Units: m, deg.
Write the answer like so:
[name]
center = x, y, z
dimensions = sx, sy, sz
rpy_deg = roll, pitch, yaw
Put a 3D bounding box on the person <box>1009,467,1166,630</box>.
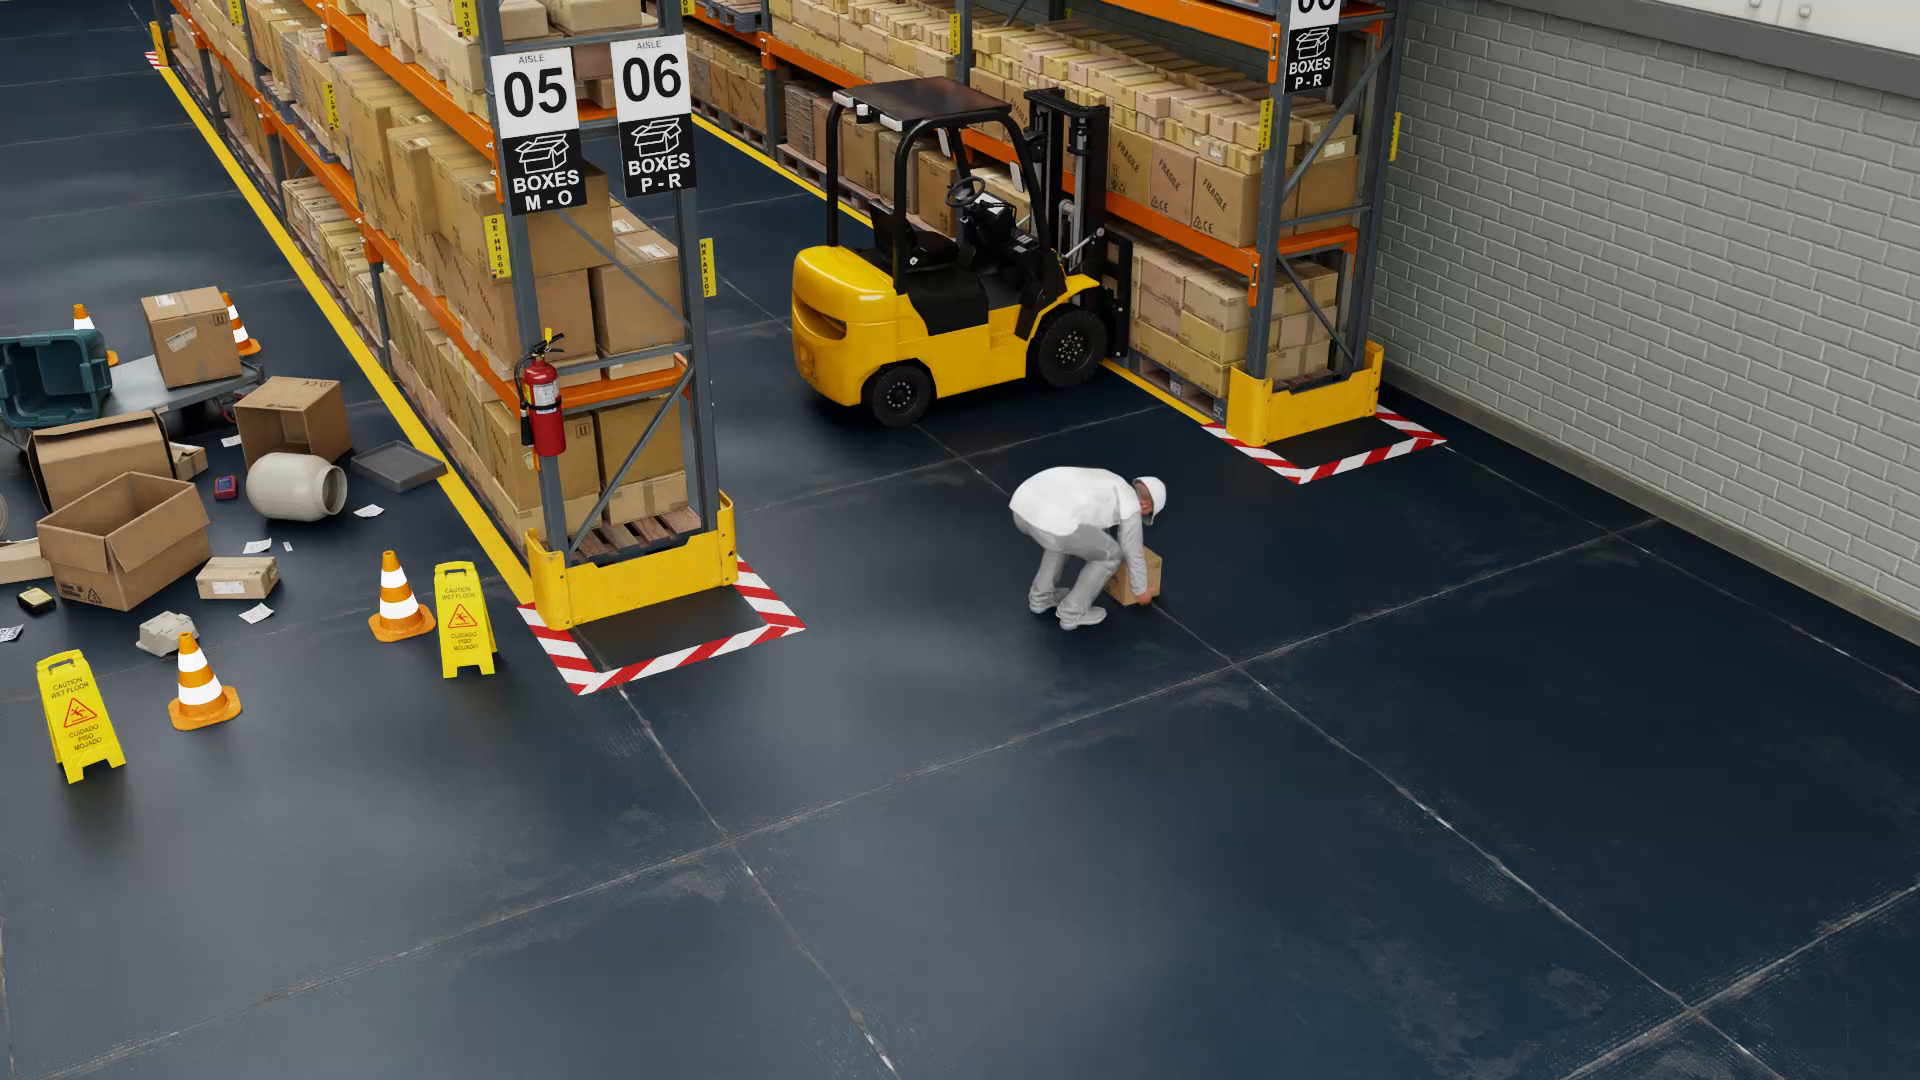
[person]
center = 0.747, -0.027, 9.455
dimensions = 0.998, 0.934, 0.510
rpy_deg = -17, 33, -29
